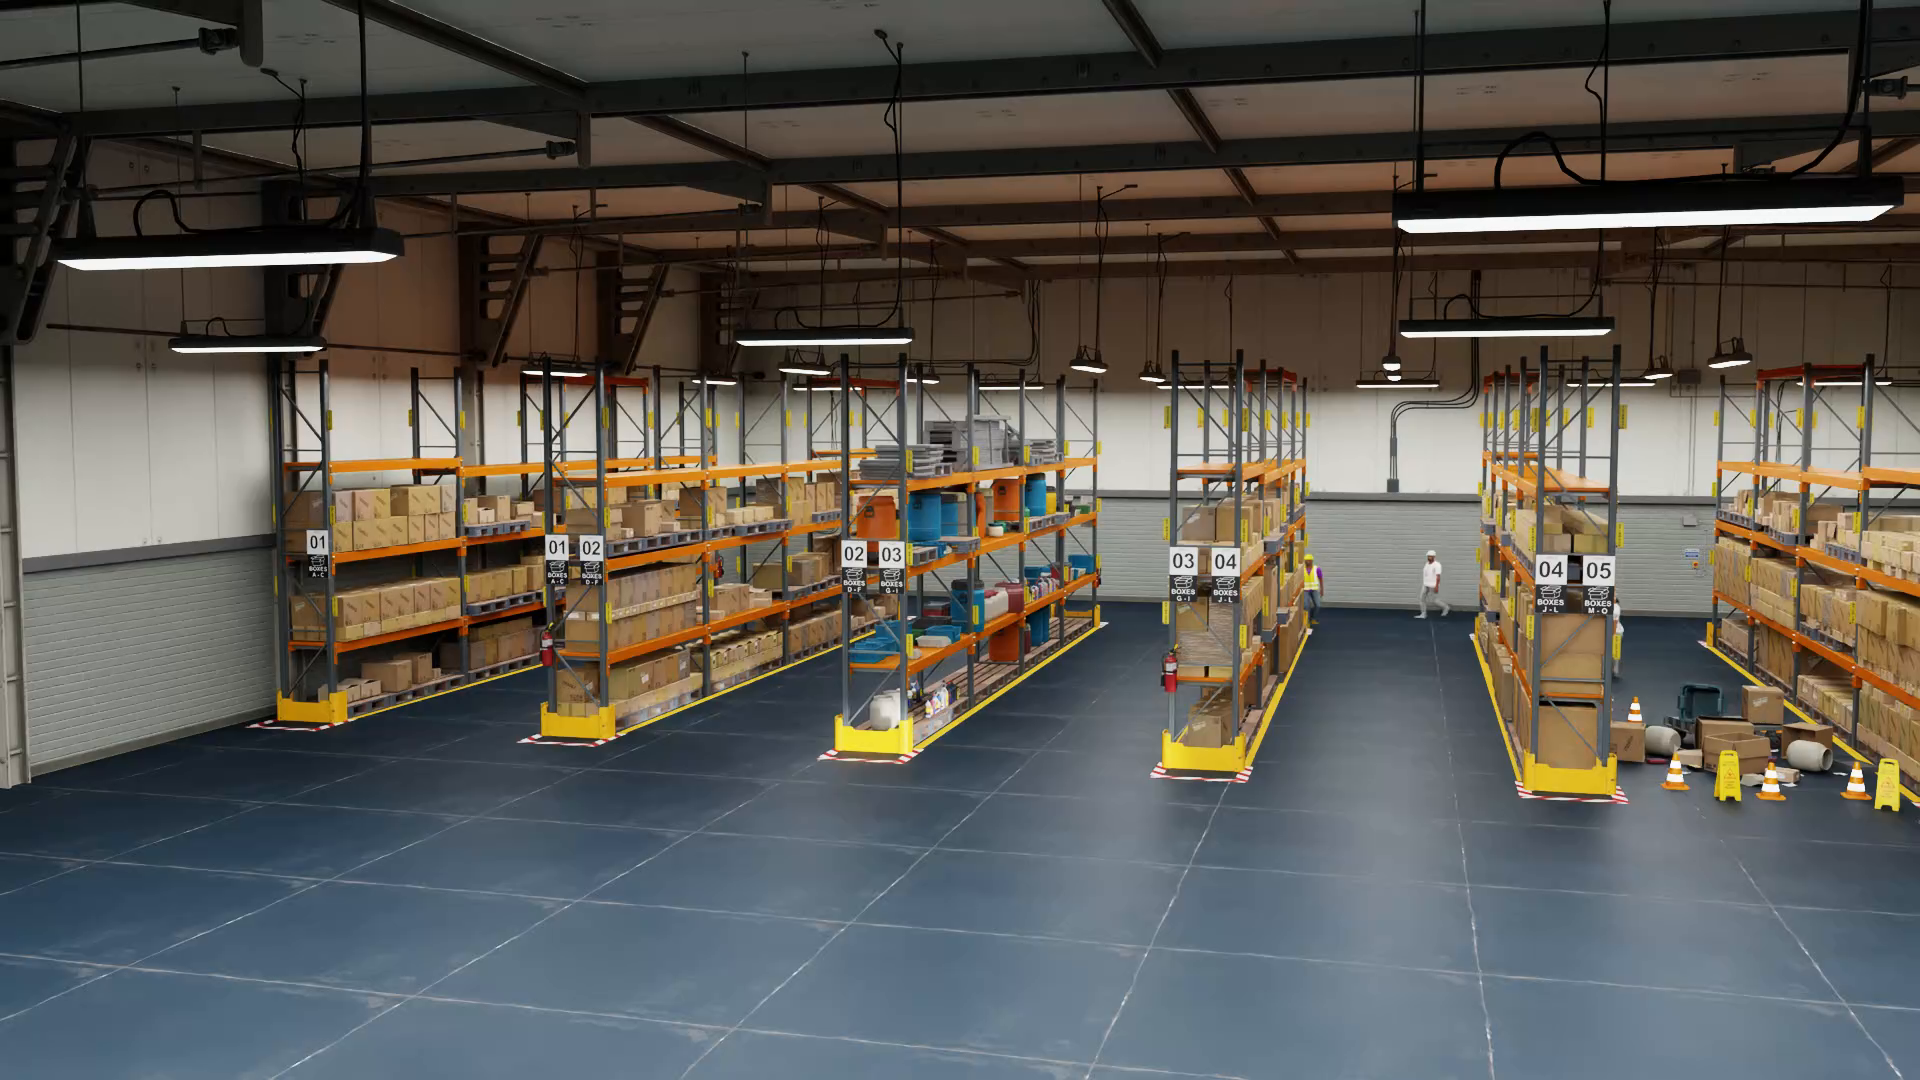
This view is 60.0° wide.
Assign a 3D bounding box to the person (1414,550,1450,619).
[{"bbox_3d":[11.863,1.124,41.762,0.869,1.740,0.607,-1,4,-17],"label":"person"}]

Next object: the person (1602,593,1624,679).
[{"bbox_3d":[12.693,1.857,32.406,0.423,1.669,0.544,3,5,36],"label":"person"}]

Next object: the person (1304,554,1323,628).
[{"bbox_3d":[8.439,1.225,40.168,0.644,1.772,0.439,0,4,0],"label":"person"}]
